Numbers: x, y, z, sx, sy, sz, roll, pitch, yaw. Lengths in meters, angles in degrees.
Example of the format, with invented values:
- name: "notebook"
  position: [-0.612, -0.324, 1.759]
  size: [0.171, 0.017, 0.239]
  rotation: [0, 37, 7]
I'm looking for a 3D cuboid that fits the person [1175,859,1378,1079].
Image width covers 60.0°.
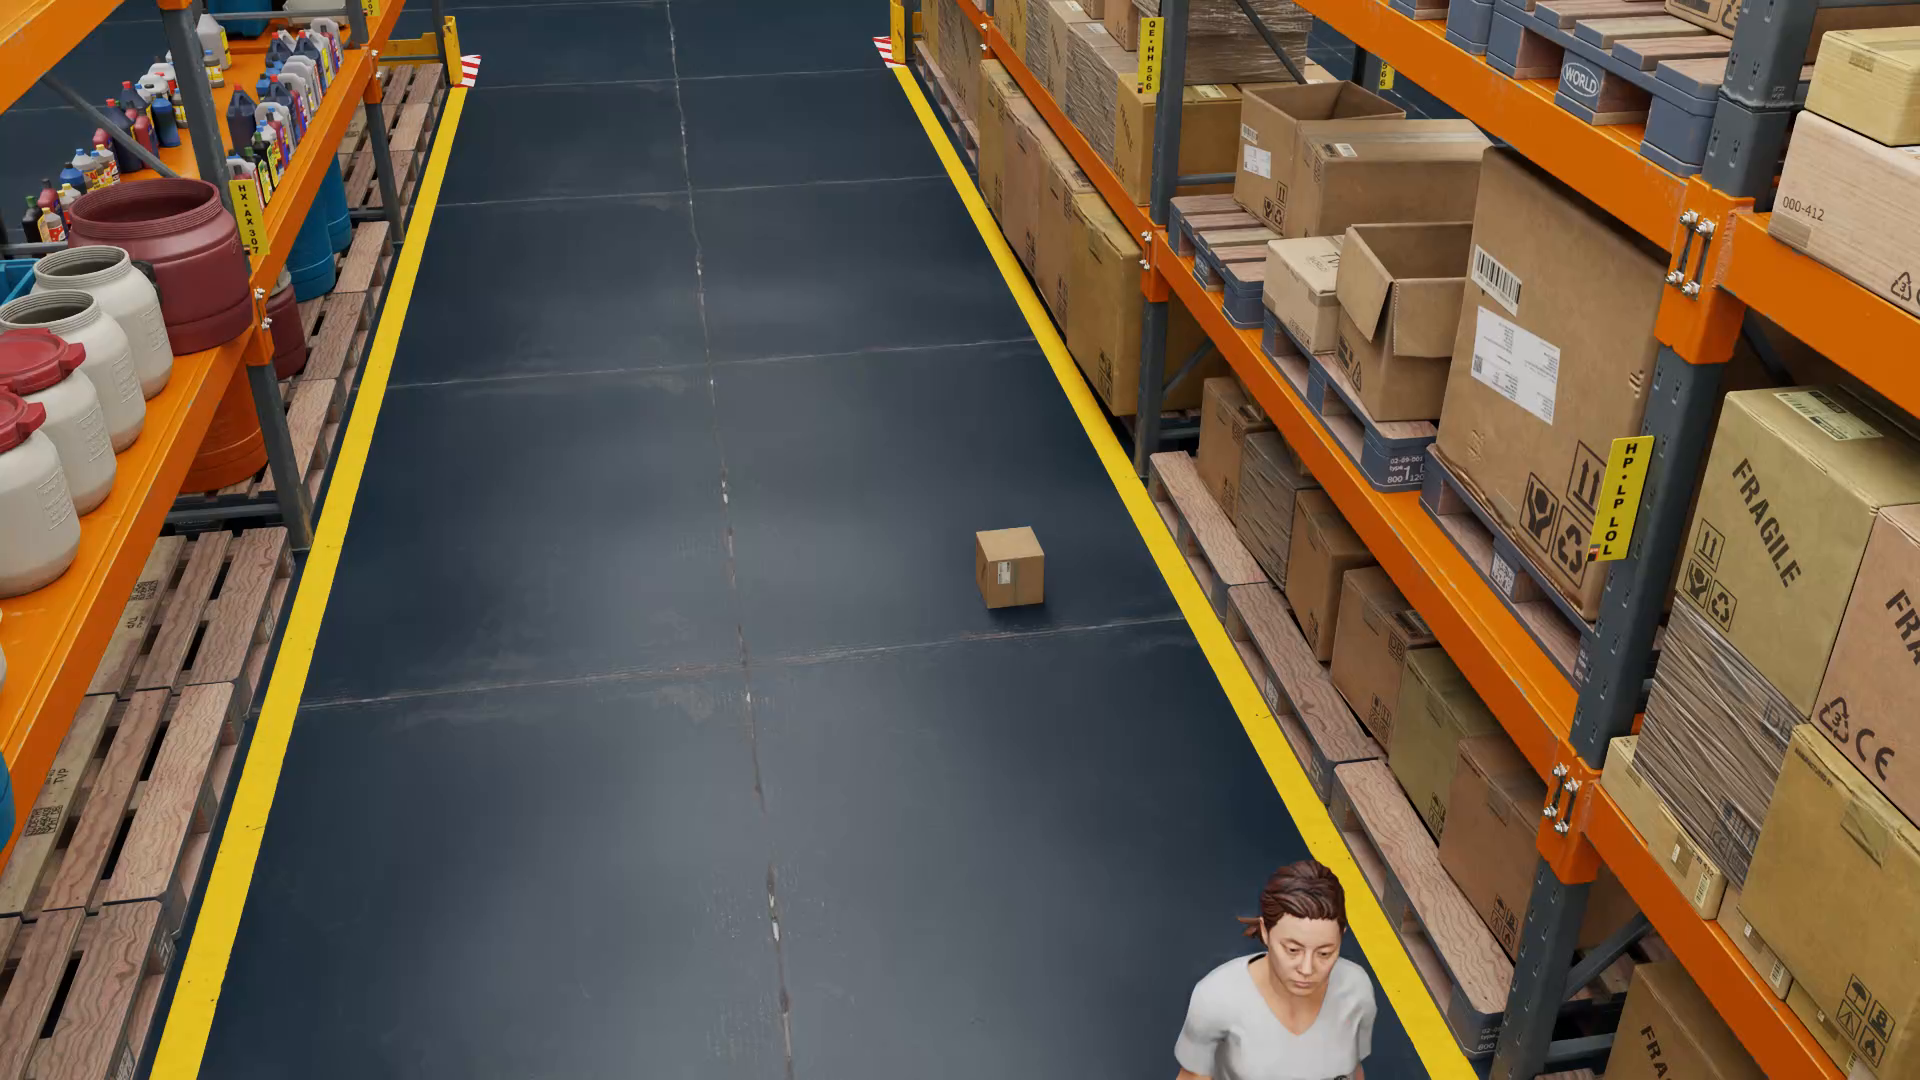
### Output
- name: "person"
  position: [0.682, 1.388, 3.778]
  size: [0.443, 1.655, 0.680]
  rotation: [-3, 31, -5]
